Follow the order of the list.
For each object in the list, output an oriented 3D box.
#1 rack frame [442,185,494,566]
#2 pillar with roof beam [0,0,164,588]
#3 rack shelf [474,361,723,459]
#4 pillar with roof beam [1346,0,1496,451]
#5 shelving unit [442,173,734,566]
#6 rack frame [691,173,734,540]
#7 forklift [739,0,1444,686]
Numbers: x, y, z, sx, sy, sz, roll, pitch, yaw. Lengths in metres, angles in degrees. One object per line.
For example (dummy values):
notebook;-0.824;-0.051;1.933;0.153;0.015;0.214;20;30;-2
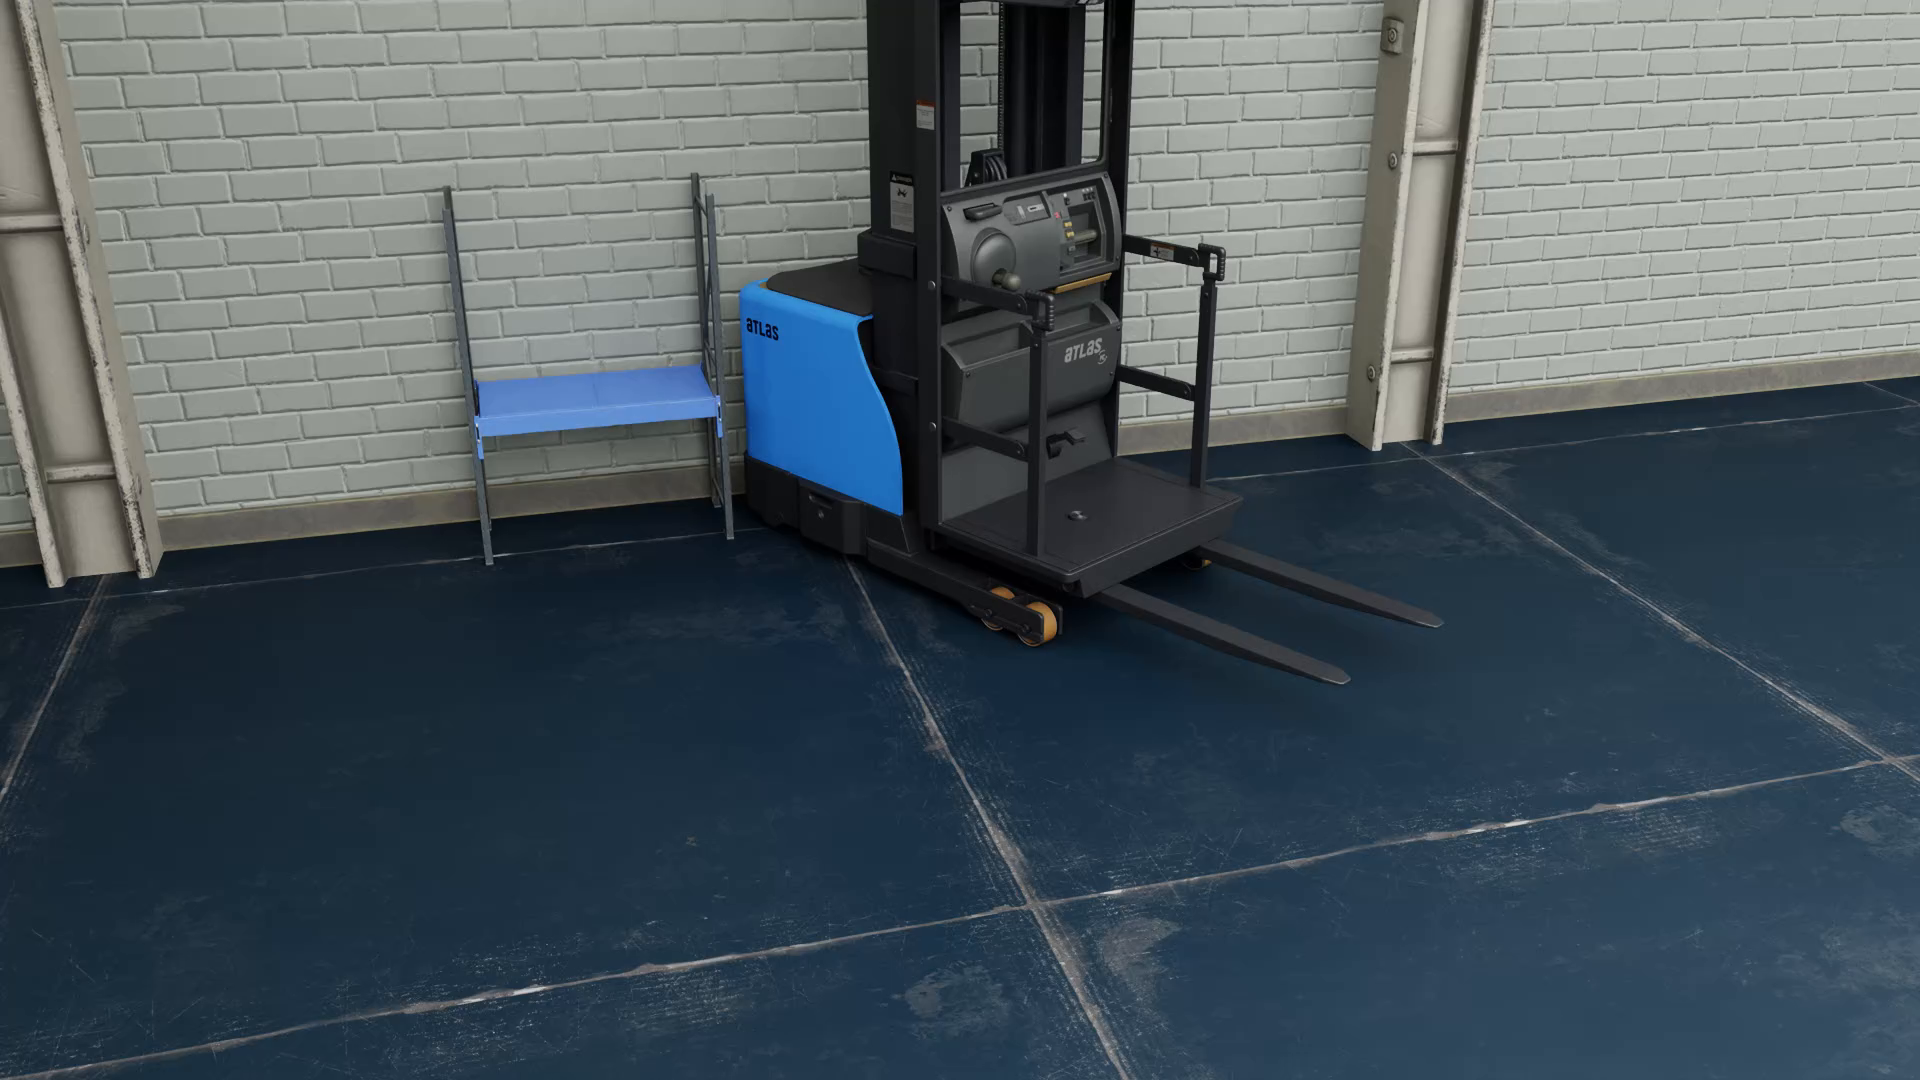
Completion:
rack frame;-2.047;-0.676;6.924;0.032;1.500;0.500;-6;24;-14
pillar with roof beam;-2.414;-2.385;1.396;0.400;9.000;9.100;-6;24;-14
rack shelf;-1.557;-0.565;7.121;1.000;0.185;0.538;-6;24;-14
pillar with roof beam;3.363;-3.024;2.886;0.400;9.000;9.100;-6;24;-14
shelving unit;-1.557;-0.730;7.050;1.048;1.500;0.538;-6;24;-14
rack frame;-1.068;-0.785;7.177;0.032;1.500;0.500;-6;24;-14
forklift;0.441;-1.174;6.268;3.031;2.935;1.130;21;31;40
